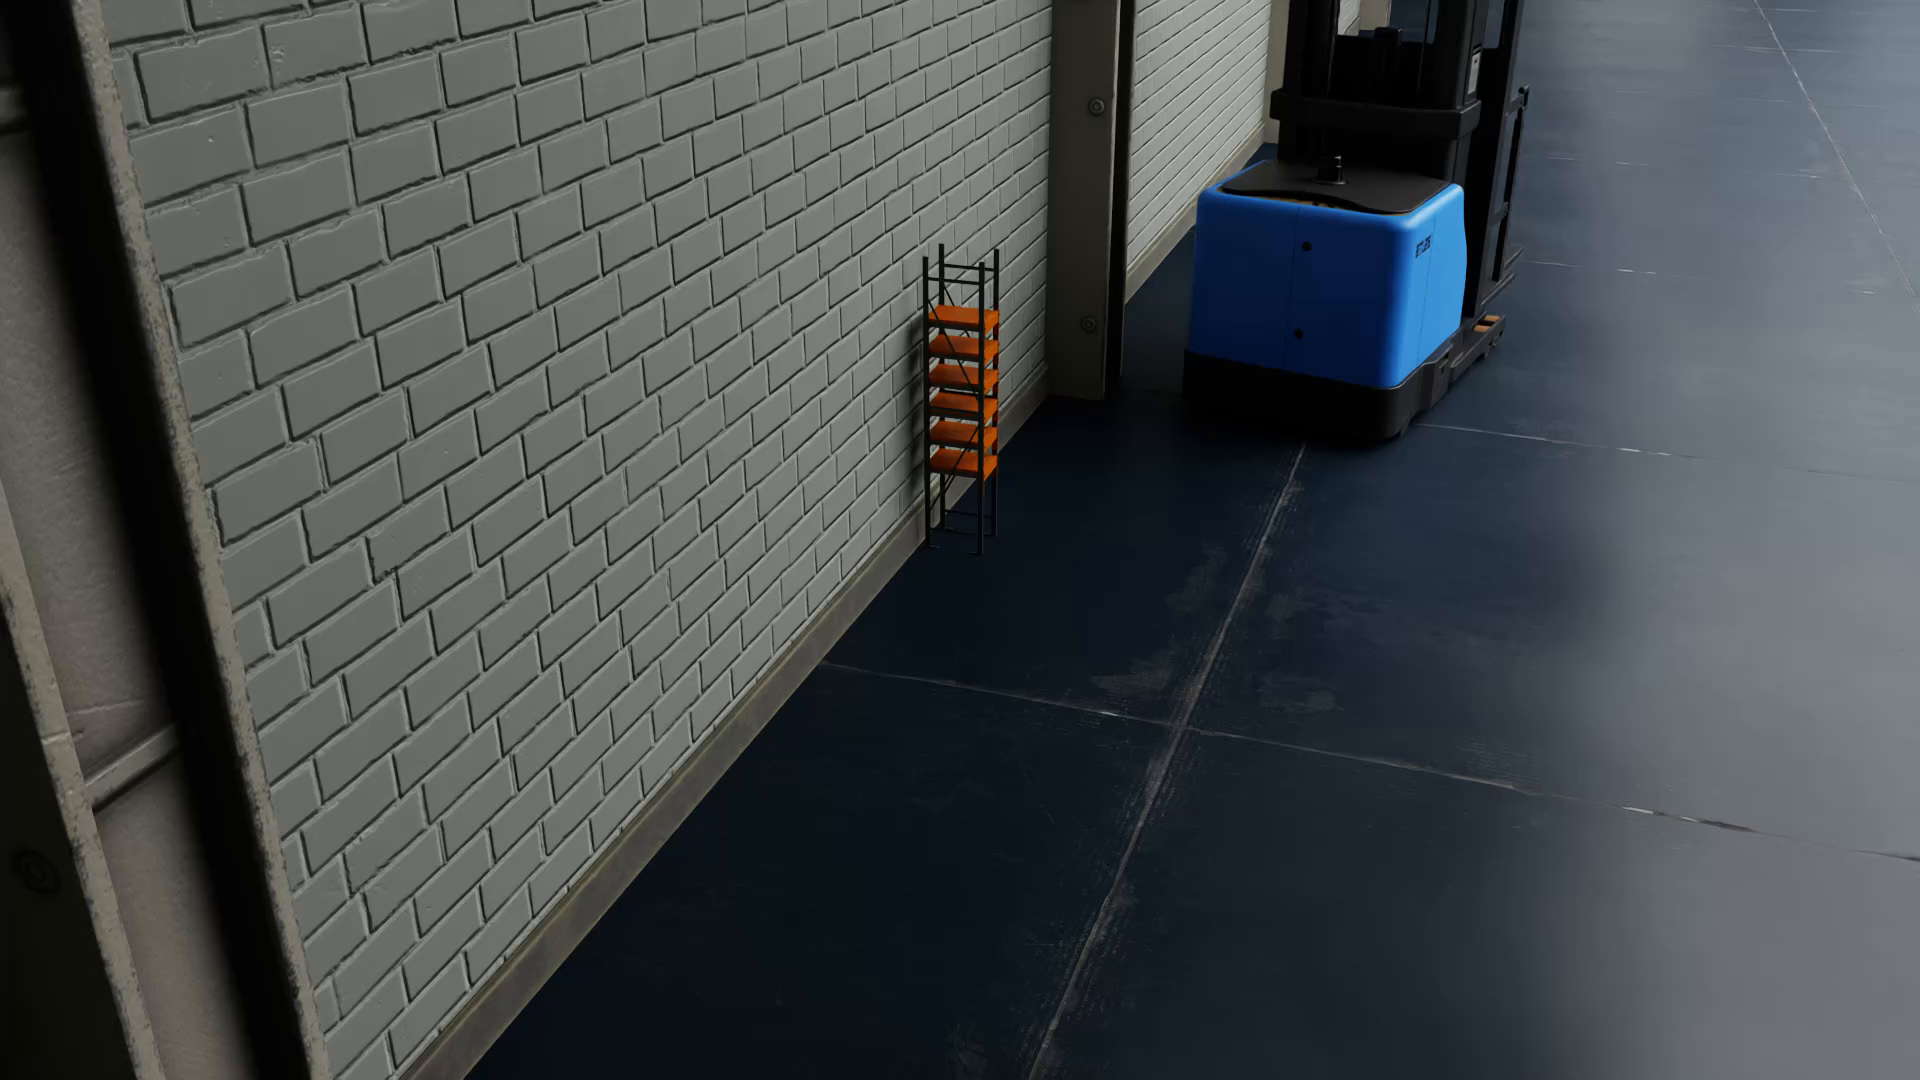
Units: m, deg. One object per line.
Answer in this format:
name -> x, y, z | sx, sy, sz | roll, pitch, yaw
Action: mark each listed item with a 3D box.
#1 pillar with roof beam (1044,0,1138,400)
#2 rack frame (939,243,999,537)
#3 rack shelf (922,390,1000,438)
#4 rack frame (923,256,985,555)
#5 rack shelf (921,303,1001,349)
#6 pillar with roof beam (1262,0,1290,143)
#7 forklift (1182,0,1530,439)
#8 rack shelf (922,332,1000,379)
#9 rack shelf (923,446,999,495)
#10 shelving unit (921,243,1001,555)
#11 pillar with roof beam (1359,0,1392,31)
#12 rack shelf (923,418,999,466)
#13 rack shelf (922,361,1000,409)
pillar with roof beam -> 4.676, -4.215, 5.129 | 9.100, 9.000, 0.400 | 9, 27, 17
rack frame -> 0.033, -0.571, 6.553 | 0.240, 1.200, 0.006 | 8, 27, 16
rack shelf -> 0.005, -0.494, 6.495 | 0.258, 0.103, 0.180 | 8, 27, 16
rack frame -> -0.024, -0.496, 6.397 | 0.240, 1.200, 0.006 | 8, 27, 16
rack shelf -> 0.005, -0.818, 6.338 | 0.258, 0.103, 0.180 | 8, 27, 16
pillar with roof beam -> 6.673, -6.680, 10.221 | 9.100, 9.000, 0.400 | 9, 27, 17
forklift -> 2.264, -2.376, 8.295 | 1.130, 2.935, 3.031 | 15, 30, 28
rack shelf -> 0.005, -0.710, 6.390 | 0.258, 0.103, 0.180 | 8, 27, 16
rack shelf -> 0.005, -0.278, 6.599 | 0.258, 0.103, 0.180 | 8, 27, 16
shelving unit -> 0.005, -0.534, 6.475 | 0.258, 1.200, 0.189 | 8, 27, 16
pillar with roof beam -> 8.669, -9.146, 15.314 | 9.100, 9.000, 0.400 | 9, 27, 17
rack shelf -> 0.005, -0.386, 6.547 | 0.258, 0.103, 0.180 | 8, 27, 16
rack shelf -> 0.005, -0.602, 6.442 | 0.258, 0.103, 0.180 | 8, 27, 16
